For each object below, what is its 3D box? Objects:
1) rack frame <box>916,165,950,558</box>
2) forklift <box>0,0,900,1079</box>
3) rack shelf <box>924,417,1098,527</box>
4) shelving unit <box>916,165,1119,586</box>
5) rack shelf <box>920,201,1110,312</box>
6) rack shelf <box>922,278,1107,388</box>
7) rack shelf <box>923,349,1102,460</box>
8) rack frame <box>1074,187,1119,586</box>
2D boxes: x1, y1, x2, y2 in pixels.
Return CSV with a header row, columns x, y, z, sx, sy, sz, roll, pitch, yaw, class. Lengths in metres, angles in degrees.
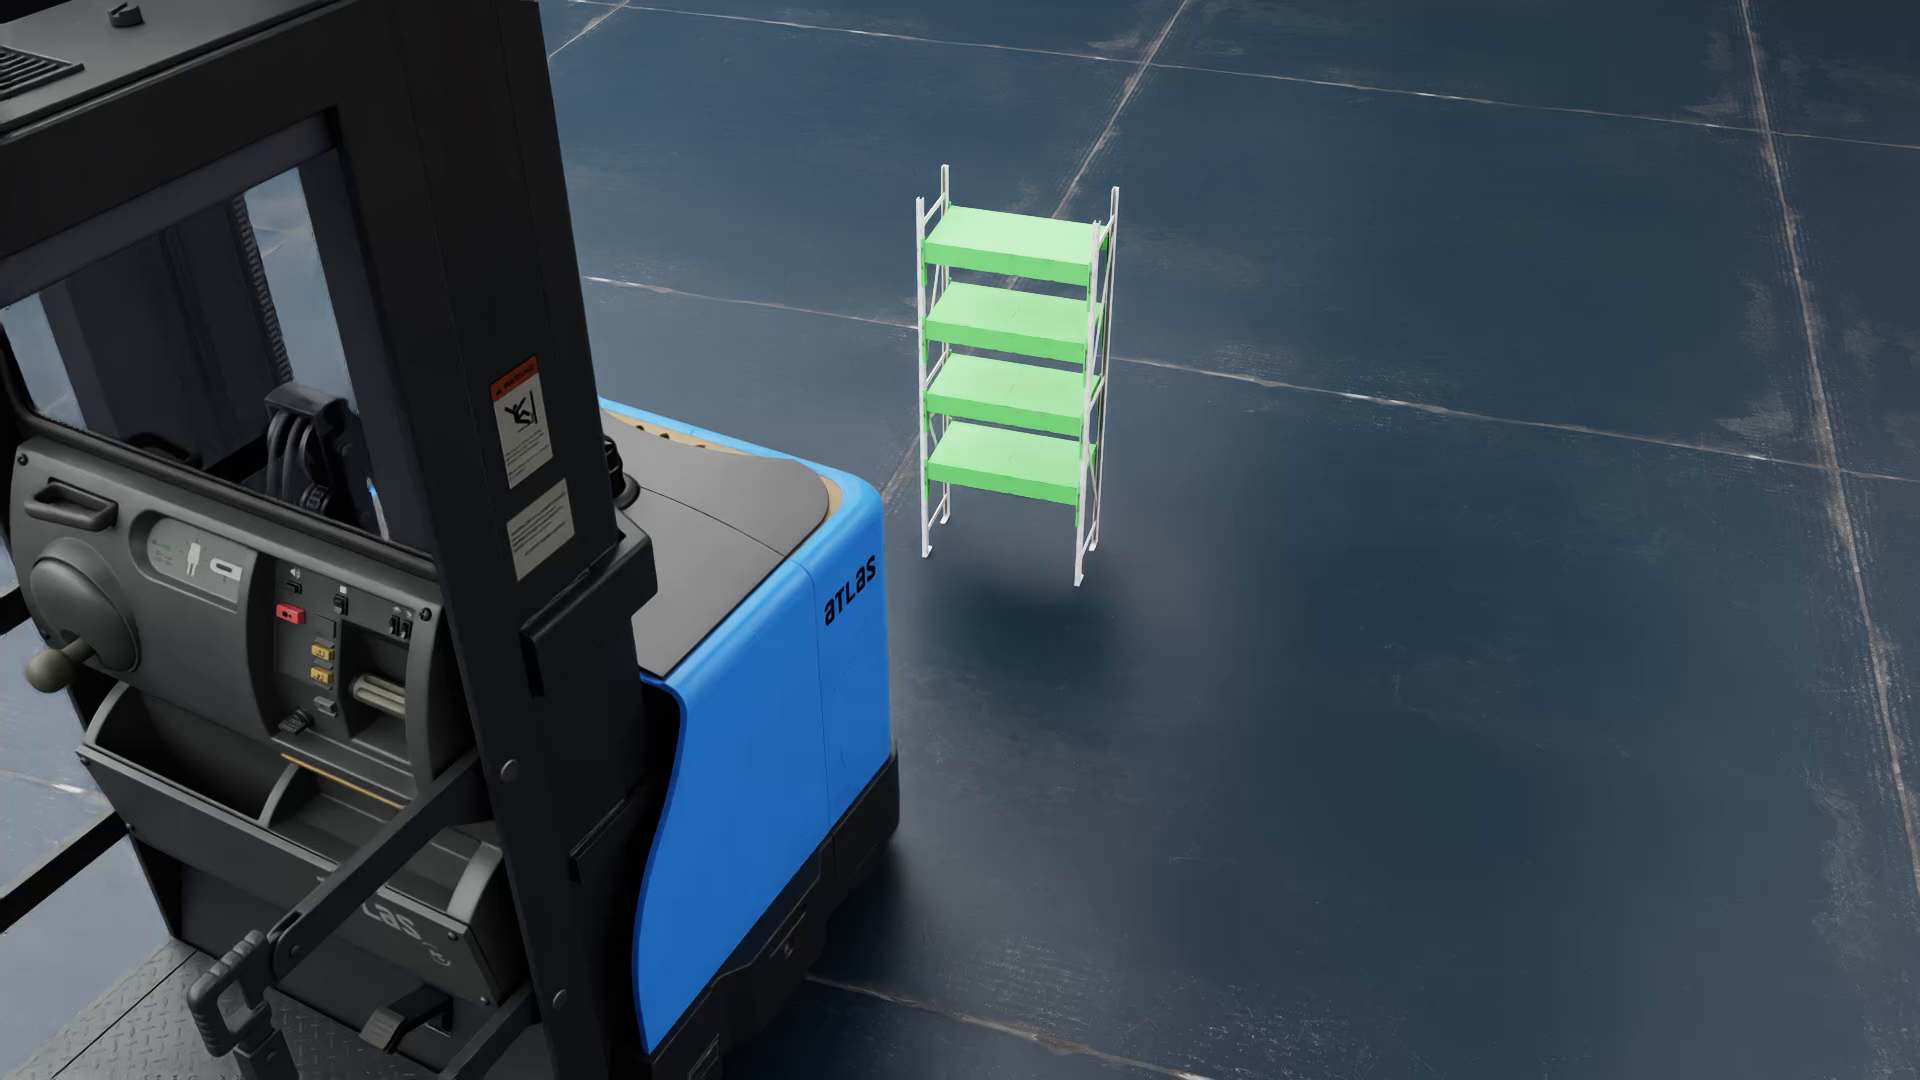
x,y,z,sx,sy,sz,roll,pitch,yaw,class
-0.075,-0.497,4.913,0.015,1.200,0.240,10,38,14,rack frame
-1.285,0.197,2.509,1.130,2.935,3.031,17,40,22,forklift
0.158,-0.209,5.035,0.480,0.148,0.258,10,38,14,rack shelf
0.158,-0.454,4.855,0.503,1.200,0.258,10,38,14,shelving unit
0.158,-0.789,4.608,0.480,0.148,0.258,10,38,14,rack shelf
0.158,-0.596,4.750,0.480,0.148,0.258,10,38,14,rack shelf
0.158,-0.403,4.892,0.480,0.148,0.258,10,38,14,rack shelf
0.391,-0.411,4.796,0.015,1.200,0.240,10,38,14,rack frame
